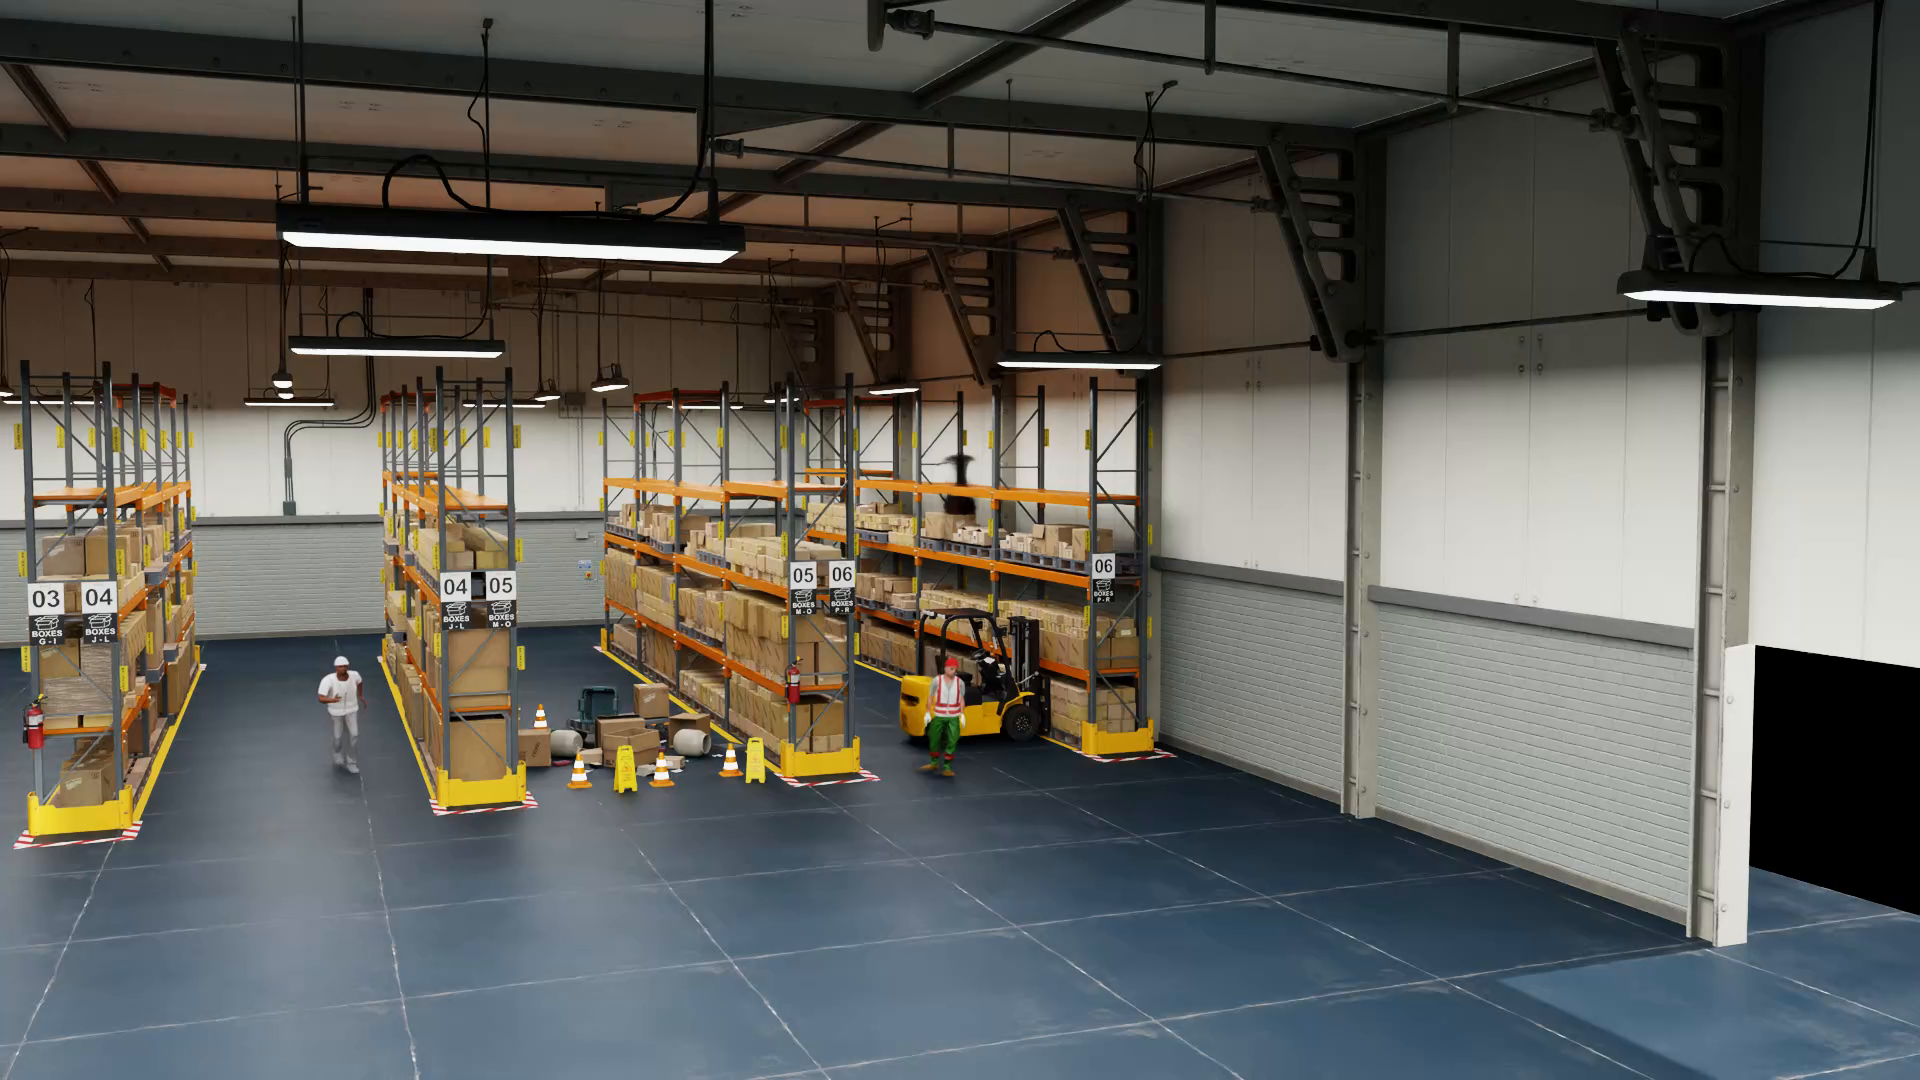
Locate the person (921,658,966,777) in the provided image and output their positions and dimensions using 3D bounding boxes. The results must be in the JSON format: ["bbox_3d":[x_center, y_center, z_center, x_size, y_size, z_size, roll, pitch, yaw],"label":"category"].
[{"bbox_3d":[-0.247,2.624,24.813,0.653,1.766,0.493,0,3,-7],"label":"person"}]

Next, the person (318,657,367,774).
[{"bbox_3d":[-9.344,2.617,25.168,0.716,1.756,0.973,-2,4,-28],"label":"person"}]
